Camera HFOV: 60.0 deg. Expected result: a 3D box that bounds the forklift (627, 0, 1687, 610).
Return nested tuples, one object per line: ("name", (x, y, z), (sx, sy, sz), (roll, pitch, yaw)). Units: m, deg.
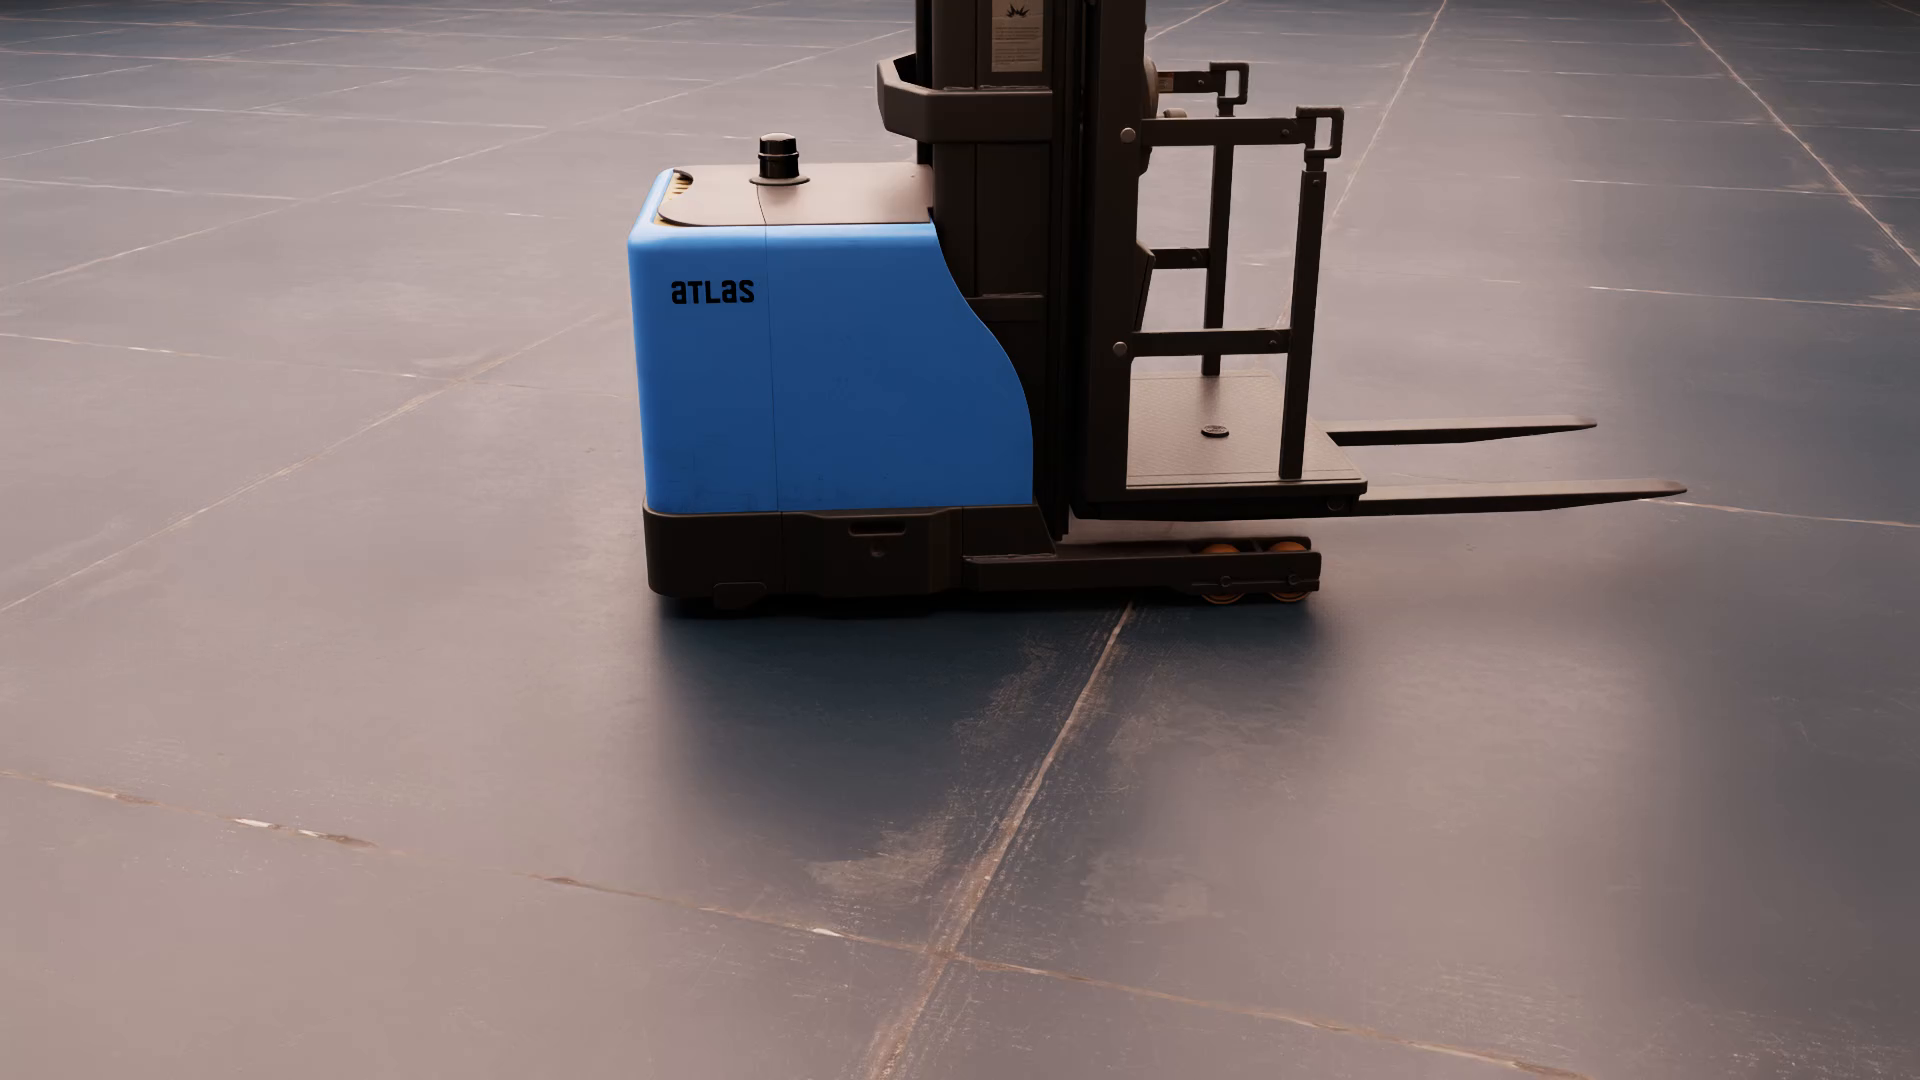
("forklift", (0.606, -1.374, 4.608), (3.031, 2.935, 1.130), (-2, 23, -4))
